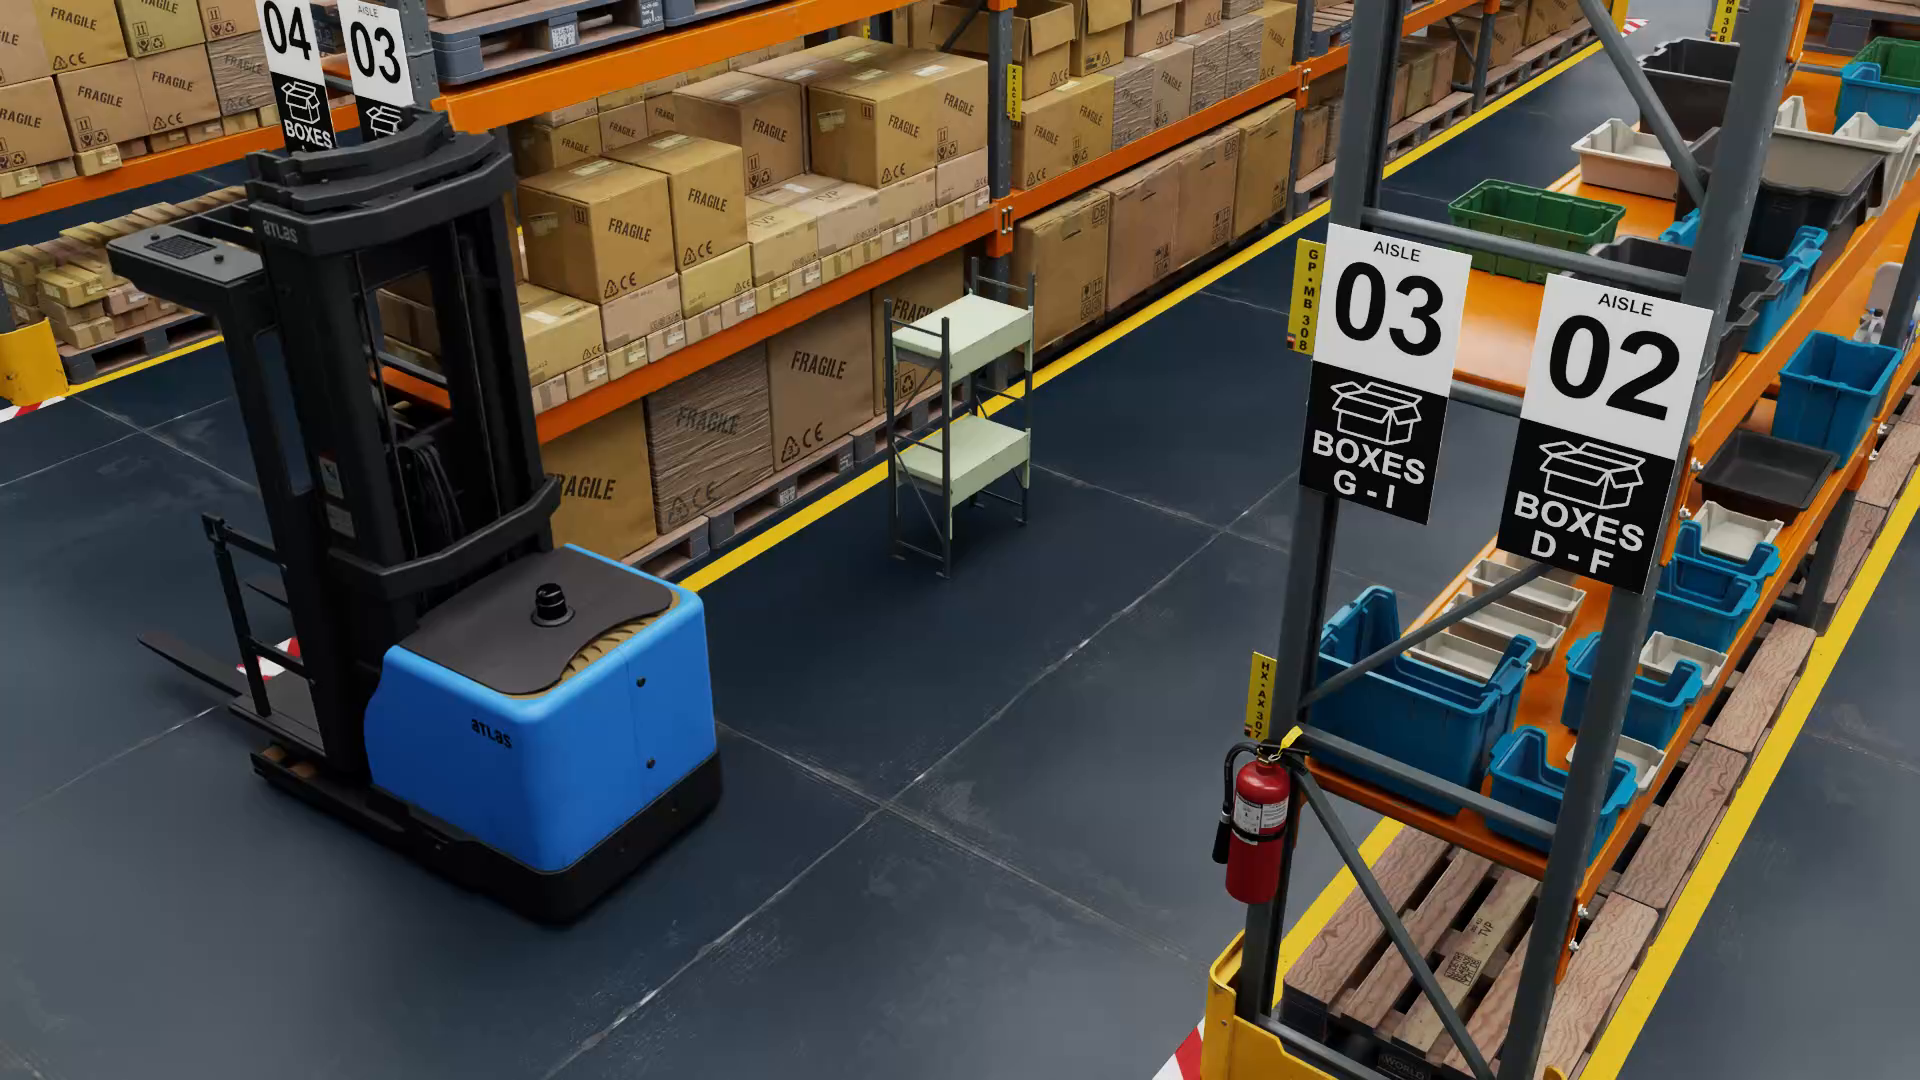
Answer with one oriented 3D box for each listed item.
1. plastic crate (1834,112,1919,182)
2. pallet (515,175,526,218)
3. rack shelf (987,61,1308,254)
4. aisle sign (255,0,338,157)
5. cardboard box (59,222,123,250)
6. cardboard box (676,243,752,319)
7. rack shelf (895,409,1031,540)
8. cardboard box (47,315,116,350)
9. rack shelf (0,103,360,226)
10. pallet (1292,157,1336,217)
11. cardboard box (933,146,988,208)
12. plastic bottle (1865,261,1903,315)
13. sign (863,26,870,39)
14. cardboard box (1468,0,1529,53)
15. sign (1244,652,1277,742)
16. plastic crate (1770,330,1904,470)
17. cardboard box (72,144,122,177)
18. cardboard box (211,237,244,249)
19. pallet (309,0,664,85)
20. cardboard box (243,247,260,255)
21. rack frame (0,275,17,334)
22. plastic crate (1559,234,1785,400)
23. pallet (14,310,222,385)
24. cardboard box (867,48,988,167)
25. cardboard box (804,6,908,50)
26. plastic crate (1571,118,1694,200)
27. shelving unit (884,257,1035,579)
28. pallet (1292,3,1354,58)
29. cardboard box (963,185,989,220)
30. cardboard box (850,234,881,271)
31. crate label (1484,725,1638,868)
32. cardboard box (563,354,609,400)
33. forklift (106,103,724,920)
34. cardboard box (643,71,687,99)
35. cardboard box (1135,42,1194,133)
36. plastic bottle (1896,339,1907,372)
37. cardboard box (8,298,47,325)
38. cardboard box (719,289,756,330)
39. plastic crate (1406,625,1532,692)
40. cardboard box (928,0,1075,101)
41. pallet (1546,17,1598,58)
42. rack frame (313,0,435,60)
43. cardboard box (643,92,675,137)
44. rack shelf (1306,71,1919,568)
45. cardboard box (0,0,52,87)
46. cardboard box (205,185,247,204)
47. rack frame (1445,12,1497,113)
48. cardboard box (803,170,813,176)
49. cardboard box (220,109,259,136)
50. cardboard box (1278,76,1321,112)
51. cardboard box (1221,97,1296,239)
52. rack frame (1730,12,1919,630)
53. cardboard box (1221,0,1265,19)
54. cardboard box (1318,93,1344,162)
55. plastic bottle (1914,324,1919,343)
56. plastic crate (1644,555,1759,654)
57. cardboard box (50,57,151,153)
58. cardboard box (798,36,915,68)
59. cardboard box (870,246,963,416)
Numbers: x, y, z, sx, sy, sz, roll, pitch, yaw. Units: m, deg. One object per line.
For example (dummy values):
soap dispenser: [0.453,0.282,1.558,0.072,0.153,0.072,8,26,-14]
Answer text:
plastic crate: [3.362,-1.428,6.035,0.293,0.136,0.466,21,37,31]
pallet: [-3.547,-3.095,14.265,1.003,0.211,1.213,21,37,31]
rack shelf: [1.085,-2.913,11.929,1.077,0.370,4.000,21,37,31]
aisle sign: [-2.820,-1.965,7.074,0.394,0.787,0.004,21,37,31]
cardboard box: [-6.061,-2.084,11.625,0.380,0.149,0.250,20,36,30]
cardboard box: [-1.418,-1.376,8.485,0.500,0.250,0.500,20,36,30]
rack shelf: [0.004,-0.367,9.038,0.431,0.370,0.720,21,37,31]
cardboard box: [-5.859,-1.420,11.089,0.380,0.149,0.250,22,37,32]
rack shelf: [-5.223,-2.855,11.831,1.077,0.370,4.000,21,37,31]
pallet: [2.765,-3.153,14.364,1.003,0.211,1.213,21,37,31]
cardboard box: [-0.180,-2.213,9.897,0.500,0.250,0.500,20,36,30]
plastic bottle: [4.847,-1.326,8.667,0.152,0.276,0.135,21,37,31]
sign: [-0.561,-3.037,10.374,0.100,0.325,0.005,21,37,31]
cardboard box: [5.632,-5.429,17.508,0.500,0.500,0.500,18,35,27]
sign: [0.963,0.507,5.292,0.100,0.325,0.005,21,37,31]
plastic crate: [3.816,-0.610,7.293,0.392,0.384,0.575,21,37,31]
cardboard box: [-5.648,-2.483,10.744,0.380,0.149,0.250,20,36,30]
cardboard box: [-5.260,-2.118,11.683,0.380,0.149,0.250,23,37,33]
pallet: [-2.098,-2.341,7.403,1.003,0.211,1.213,21,37,31]
cardboard box: [-5.166,-2.119,11.976,0.380,0.149,0.250,23,38,34]
rack frame: [-6.431,-2.351,10.276,1.000,3.000,0.127,21,37,31]
plastic crate: [1.866,-0.565,4.447,0.497,0.269,0.590,21,37,31]
pallet: [-5.866,-1.502,11.578,1.003,0.211,1.213,21,37,31]
cardboard box: [-0.187,-2.527,9.691,0.500,0.500,0.500,22,37,33]
cardboard box: [-1.162,-5.036,16.600,1.050,0.750,0.750,21,36,31]
plastic crate: [2.461,-1.353,5.907,0.437,0.136,0.530,21,37,31]
shelving unit: [0.004,-0.648,8.872,0.431,1.500,0.755,21,37,31]
pallet: [2.637,-4.276,13.711,1.213,0.211,1.003,21,37,31]
cardboard box: [-0.046,-2.077,10.059,0.380,0.149,0.250,21,37,32]
cardboard box: [-0.666,-1.659,9.353,0.380,0.149,0.250,22,37,32]
crate label: [1.823,0.788,5.084,0.416,0.233,0.303,21,37,31]
cardboard box: [-1.906,-0.823,7.944,0.380,0.149,0.250,21,36,31]
forklift: [-2.541,-0.326,6.925,3.031,2.935,1.130,19,35,28]
cardboard box: [-2.729,-4.047,14.442,0.500,0.250,0.500,23,37,33]
cardboard box: [1.267,-3.182,11.580,0.500,0.500,0.500,22,37,32]
plastic bottle: [4.523,-0.925,8.063,0.097,0.201,0.097,0,31,0]
cardboard box: [-6.279,-1.584,11.365,0.380,0.149,0.250,22,37,32]
cardboard box: [-1.286,-1.242,8.650,0.380,0.149,0.250,21,36,31]
plastic crate: [1.759,0.441,5.764,0.396,0.136,0.243,21,37,31]
cardboard box: [0.256,-3.147,10.535,0.797,0.503,0.637,20,36,30]
pallet: [6.557,-5.738,18.724,1.003,0.211,1.213,21,37,31]
rack frame: [-2.537,-3.365,6.101,1.000,3.000,0.127,21,37,31]
cardboard box: [-2.735,-3.734,14.648,0.500,0.500,0.500,22,37,32]
rack shelf: [2.619,-1.054,5.849,1.077,0.370,4.000,21,37,31]
cardboard box: [-5.948,-3.053,10.089,0.500,0.500,0.500,21,36,31]
cardboard box: [-5.353,-2.484,12.300,0.380,0.149,0.250,21,37,32]
rack frame: [4.706,-5.662,15.861,1.000,3.000,0.127,21,37,31]
cardboard box: [-0.919,-2.162,9.812,0.500,0.250,0.500,21,37,31]
cardboard box: [-5.073,-2.924,11.488,0.380,0.149,0.250,23,37,33]
cardboard box: [2.672,-3.754,13.927,0.500,0.250,0.500,23,38,33]
cardboard box: [1.859,-3.028,13.090,1.225,0.875,0.875,19,36,29]
rack frame: [3.826,-0.886,7.802,1.000,3.000,0.127,21,37,31]
cardboard box: [1.838,-4.218,12.343,0.797,0.503,0.637,23,37,33]
cardboard box: [3.005,-3.657,14.500,0.700,0.500,0.500,18,35,27]
plastic bottle: [4.781,-1.098,8.355,0.097,0.201,0.097,0,31,0]
plastic crate: [2.618,0.252,5.987,0.416,0.233,0.300,21,37,31]
cardboard box: [-5.637,-2.845,10.719,0.500,0.500,0.500,21,37,31]
cardboard box: [-0.616,-2.680,9.950,0.500,0.500,0.500,21,37,31]
cardboard box: [-0.585,-1.433,10.398,0.875,0.875,0.875,21,37,31]
